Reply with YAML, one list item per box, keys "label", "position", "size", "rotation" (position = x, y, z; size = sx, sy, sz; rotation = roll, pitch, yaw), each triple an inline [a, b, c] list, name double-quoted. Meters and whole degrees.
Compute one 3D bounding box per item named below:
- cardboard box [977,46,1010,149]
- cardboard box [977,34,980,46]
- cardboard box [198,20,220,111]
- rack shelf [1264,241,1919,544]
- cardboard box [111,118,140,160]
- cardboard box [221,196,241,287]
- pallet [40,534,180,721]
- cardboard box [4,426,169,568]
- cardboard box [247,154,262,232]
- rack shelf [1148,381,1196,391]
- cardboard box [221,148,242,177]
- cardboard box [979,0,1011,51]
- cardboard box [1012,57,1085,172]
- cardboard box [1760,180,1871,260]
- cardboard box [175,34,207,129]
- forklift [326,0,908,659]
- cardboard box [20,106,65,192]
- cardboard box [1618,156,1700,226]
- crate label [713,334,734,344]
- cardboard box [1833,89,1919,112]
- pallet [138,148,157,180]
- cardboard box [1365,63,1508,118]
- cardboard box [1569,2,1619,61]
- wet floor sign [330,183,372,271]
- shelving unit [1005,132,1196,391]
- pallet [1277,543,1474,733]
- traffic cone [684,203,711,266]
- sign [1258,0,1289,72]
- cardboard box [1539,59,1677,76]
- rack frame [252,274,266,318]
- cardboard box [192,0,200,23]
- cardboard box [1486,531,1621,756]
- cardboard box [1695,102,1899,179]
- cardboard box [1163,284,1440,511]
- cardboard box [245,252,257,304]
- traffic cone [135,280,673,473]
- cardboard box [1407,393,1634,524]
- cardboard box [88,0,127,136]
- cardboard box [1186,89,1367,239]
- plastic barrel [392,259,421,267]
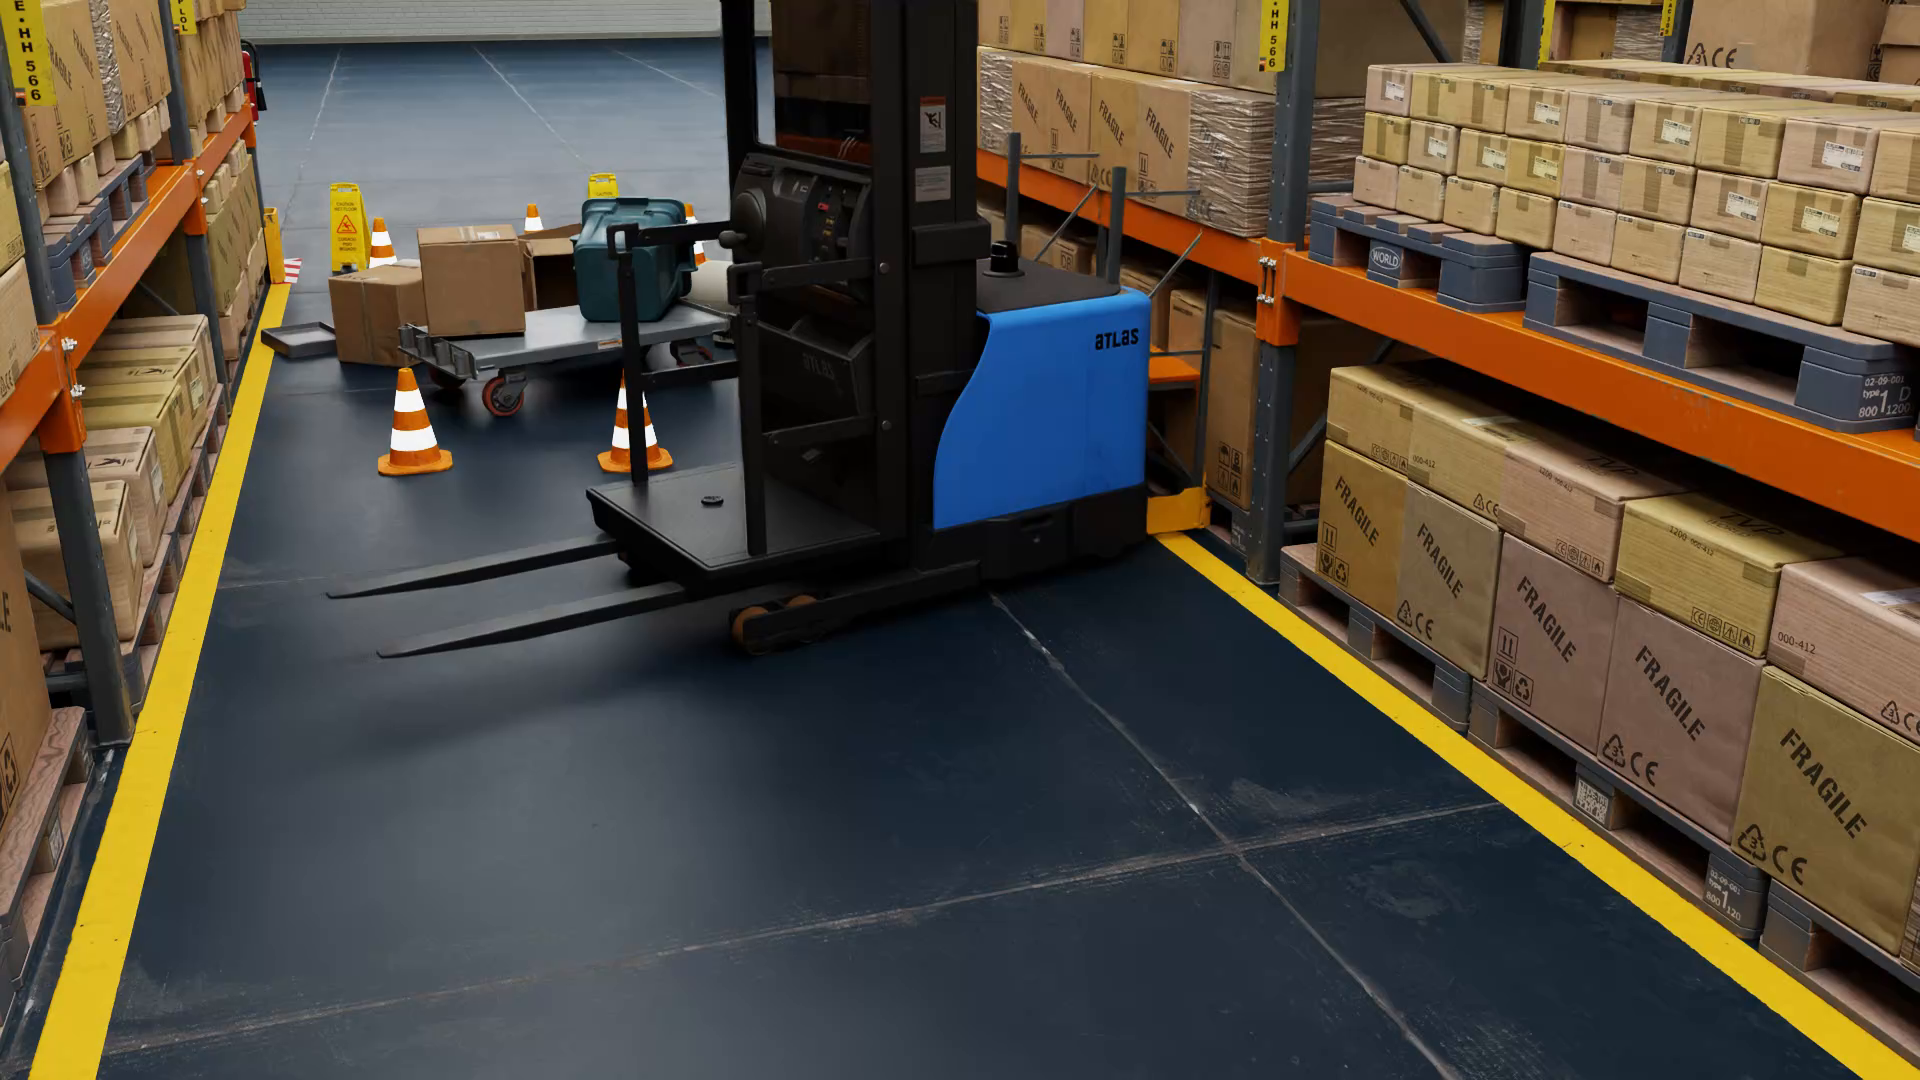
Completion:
- label: "cardboard box"
  position: [0.262, -2.432, 9.103]
  size: [0.500, 0.500, 0.500]
  rotation: [-6, 21, -17]
- label: "cardboard box"
  position: [0.225, -2.770, 9.970]
  size: [0.875, 0.550, 0.550]
  rotation: [-6, 21, -17]
- label: "cardboard box"
  position: [-4.514, -2.703, 9.417]
  size: [0.500, 0.500, 0.500]
  rotation: [-7, 21, -18]
- label: "rack shelf"
  position: [2.238, -0.318, 4.430]
  size: [1.077, 0.370, 4.000]
  rotation: [-6, 21, -17]
- label: "cardboard box"
  position: [-3.584, -1.639, 6.792]
  size: [0.380, 0.149, 0.250]
  rotation: [-6, 21, -17]
- label: "cardboard box"
  position: [-4.423, -1.669, 9.463]
  size: [0.500, 0.500, 0.500]
  rotation: [-6, 20, -15]
- label: "pallet"
  position: [-3.302, 0.321, 5.711]
  size: [1.003, 0.211, 1.213]
  rotation: [-6, 21, -17]
- label: "cardboard box"
  position: [-3.465, -0.120, 6.079]
  size: [0.950, 0.372, 0.625]
  rotation: [-7, 21, -18]
- label: "cardboard box"
  position: [-3.210, -0.897, 5.111]
  size: [0.853, 1.989, 13.684]
  rotation: [-6, 21, -17]
- label: "rack shelf"
  position: [0.607, -0.778, 7.155]
  size: [0.416, 0.036, 0.922]
  rotation: [-6, 22, -21]
- label: "cardboard box"
  position: [-4.736, -2.364, 10.437]
  size: [0.380, 0.149, 0.250]
  rotation: [-5, 20, -15]
- label: "cardboard box"
  position: [0.514, -2.941, 9.041]
  size: [0.700, 0.500, 0.500]
  rotation: [-7, 21, -18]
- label: "cardboard box"
  position: [0.576, -2.109, 8.204]
  size: [0.500, 0.500, 0.500]
  rotation: [-6, 21, -17]
- label: "cardboard box"
  position: [2.137, -0.764, 3.916]
  size: [0.380, 0.149, 0.250]
  rotation: [-6, 21, -17]
- label: "cardboard box"
  position: [-4.189, -2.382, 8.523]
  size: [0.500, 0.500, 0.500]
  rotation: [-6, 21, -17]
- label: "forklift"
  position: [-1.151, -1.397, 6.471]
  size: [3.086, 2.935, 2.622]
  rotation: [-13, 23, -32]
- label: "cardboard box"
  position: [-2.979, -1.294, 4.873]
  size: [0.500, 0.500, 0.500]
  rotation: [-7, 21, -19]
- label: "cardboard box"
  position: [1.977, -0.929, 4.375]
  size: [0.380, 0.149, 0.250]
  rotation: [-7, 21, -18]
- label: "crate label"
  position: [-1.379, -1.280, 10.276]
  size: [0.250, 0.136, 0.298]
  rotation: [12, 23, 30]
- label: "cardboard box"
  position: [2.603, -1.134, 4.508]
  size: [0.380, 0.149, 0.250]
  rotation: [-5, 20, -15]
- label: "pallet"
  position: [-4.213, -1.673, 7.421]
  size: [1.003, 0.211, 1.213]
  rotation: [-6, 21, -17]
- label: "cardboard box"
  position: [1.572, -1.488, 5.492]
  size: [0.380, 0.149, 0.250]
  rotation: [-6, 21, -17]
- label: "cardboard box"
  position: [4.886, -3.579, 11.856]
  size: [0.875, 0.500, 0.500]
  rotation: [-6, 21, -17]
- label: "wet floor sign"
  position: [-4.616, -2.374, 12.572]
  size: [0.267, 0.644, 0.232]
  rotation: [1, 20, 2]
- label: "shelving unit"
  position: [0.600, -0.923, 7.131]
  size: [0.500, 1.500, 0.985]
  rotation: [-6, 22, -21]
- label: "pallet"
  position: [1.854, 0.264, 5.868]
  size: [1.003, 0.211, 1.213]
  rotation: [-6, 21, -17]
- label: "traffic cone"
  position: [-2.086, -2.351, 12.777]
  size: [0.336, 0.463, 0.334]
  rotation: [-6, 21, -17]
- label: "sign"
  position: [1.084, -1.784, 5.732]
  size: [0.100, 0.325, 0.005]
  rotation: [-6, 21, -17]
- label: "cardboard box"
  position: [2.199, -1.550, 5.664]
  size: [0.380, 0.149, 0.250]
  rotation: [-7, 21, -19]
- label: "rack frame"
  position: [-5.326, -1.707, 11.355]
  size: [1.003, 0.211, 1.213]
  rotation: [-6, 21, -17]
- label: "cardboard box"
  position: [-4.247, -2.846, 8.335]
  size: [0.700, 0.500, 0.500]
  rotation: [-7, 21, -18]
- label: "cardboard box"
  position: [1.917, 0.259, 4.834]
  size: [0.500, 0.500, 0.500]
  rotation: [-7, 21, -19]
- label: "cardboard box"
  position: [2.061, -0.987, 4.098]
  size: [0.380, 0.149, 0.250]
  rotation: [-7, 21, -18]
- label: "cardboard box"
  position: [1.504, -0.643, 6.975]
  size: [1.050, 0.750, 0.750]
  rotation: [-7, 21, -18]
- label: "cardboard box"
  position: [-4.738, -1.646, 10.508]
  size: [0.500, 0.250, 0.500]
  rotation: [-7, 21, -19]
- label: "traffic cone"
  position: [-3.060, -1.777, 7.710]
  size: [3.046, 2.808, 1.723]
  rotation: [-6, 21, -17]
- label: "cardboard box"
  position: [1.756, -0.263, 5.179]
  size: [0.500, 0.250, 0.500]
  rotation: [-7, 21, -18]
- label: "cardboard box"
  position: [-3.473, -1.792, 6.258]
  size: [0.500, 0.500, 0.500]
  rotation: [-7, 21, -19]
- label: "cardboard box"
  position: [1.213, -1.462, 6.401]
  size: [0.500, 0.500, 0.500]
  rotation: [-6, 21, -17]
- label: "plastic barrel"
  position: [-3.486, -1.593, 10.726]
  size: [0.512, 0.421, 0.421]
  rotation: [8, 21, 20]
